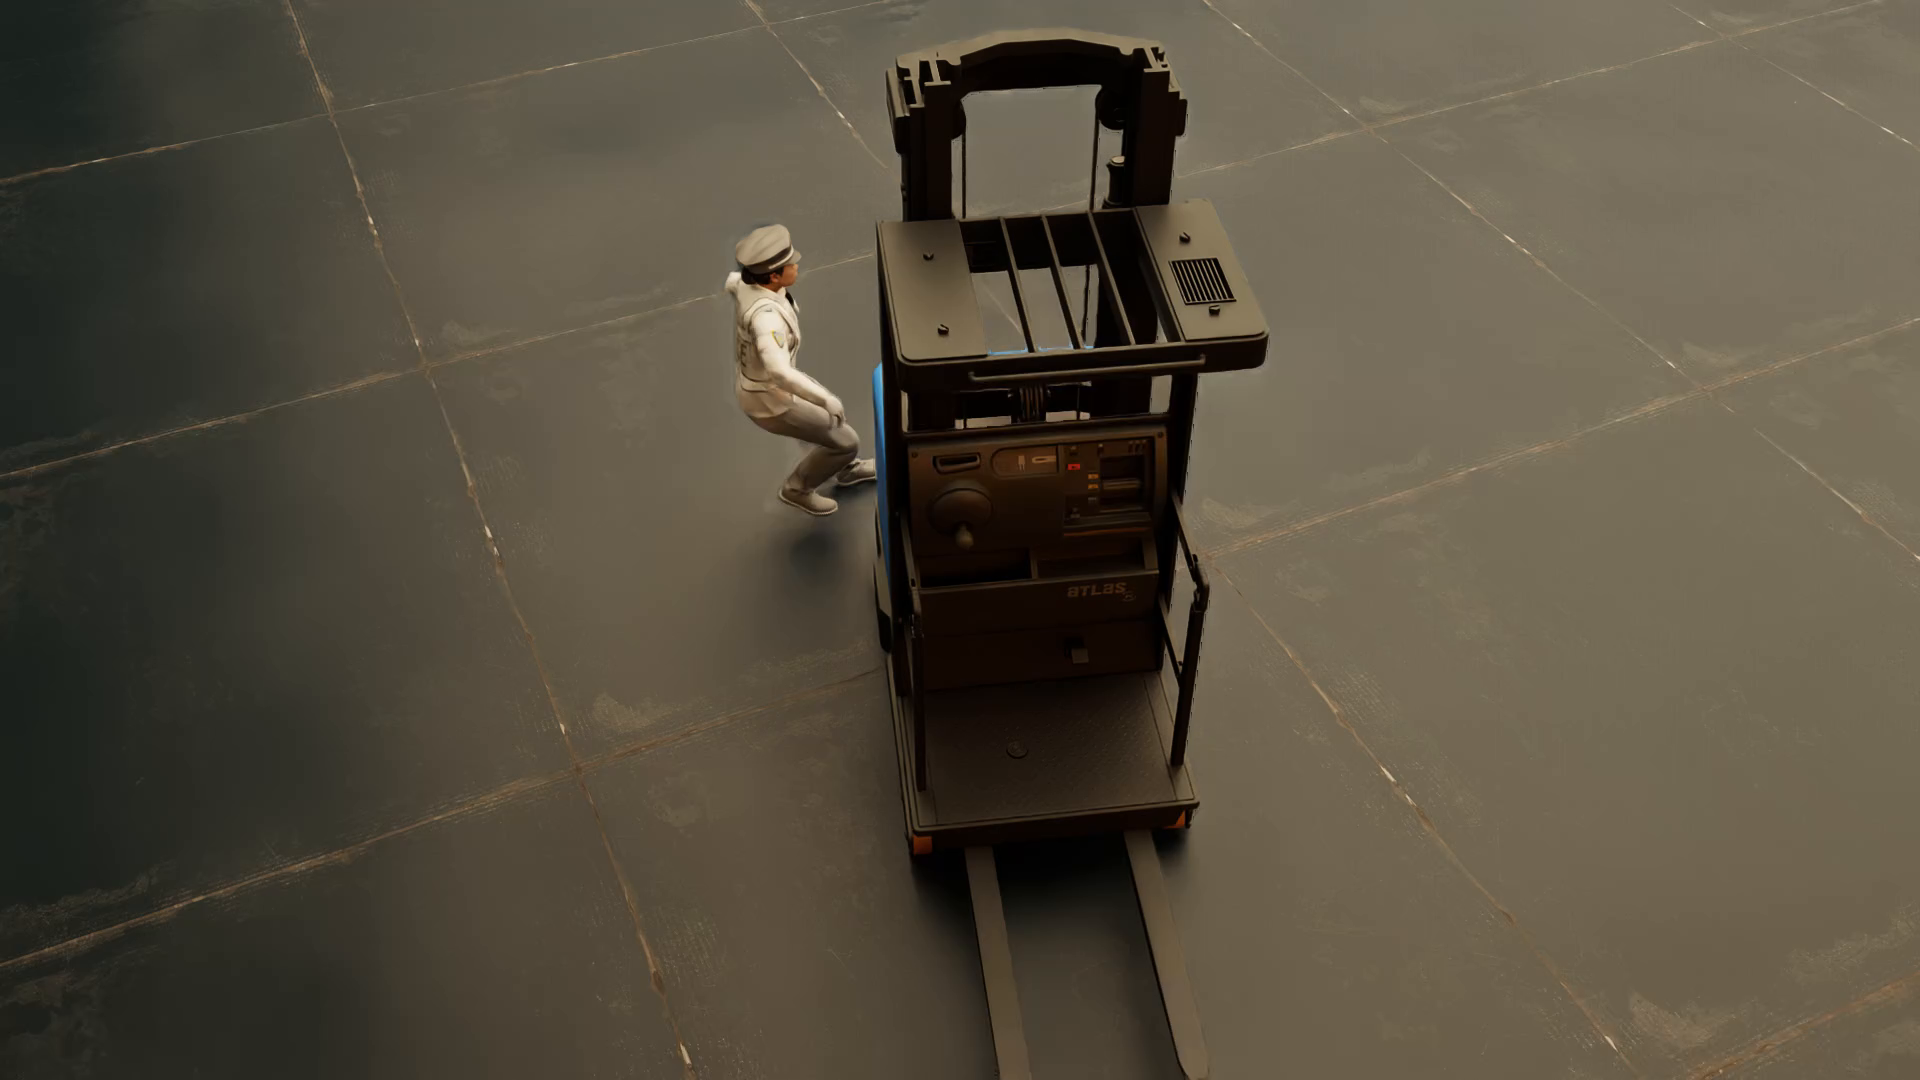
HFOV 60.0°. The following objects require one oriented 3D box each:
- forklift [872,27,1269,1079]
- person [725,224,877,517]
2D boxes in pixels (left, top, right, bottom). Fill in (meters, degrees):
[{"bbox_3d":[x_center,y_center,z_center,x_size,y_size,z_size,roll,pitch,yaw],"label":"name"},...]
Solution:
[{"bbox_3d":[0.309,-0.100,5.787,1.130,2.935,3.031,-5,43,-5],"label":"forklift"},{"bbox_3d":[-0.645,-0.733,7.463,0.726,1.560,0.950,-9,44,-9],"label":"person"}]
